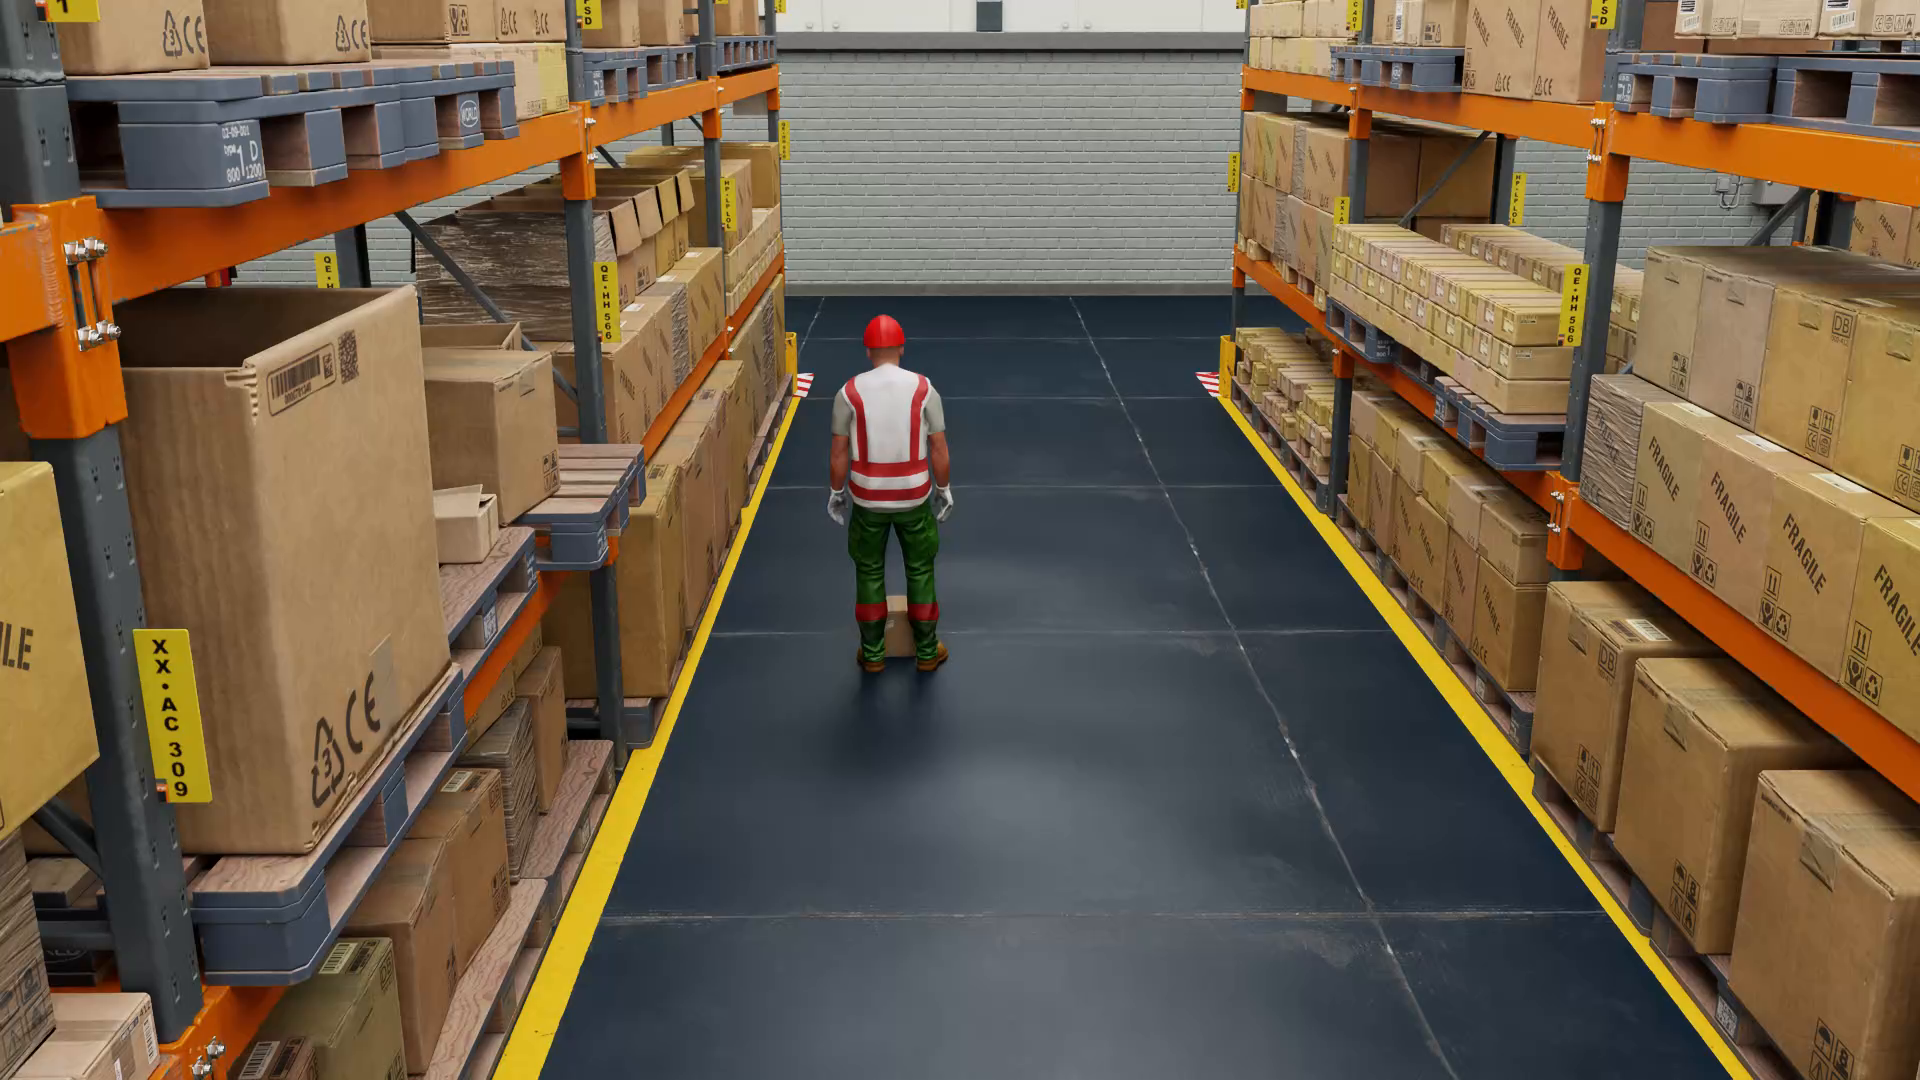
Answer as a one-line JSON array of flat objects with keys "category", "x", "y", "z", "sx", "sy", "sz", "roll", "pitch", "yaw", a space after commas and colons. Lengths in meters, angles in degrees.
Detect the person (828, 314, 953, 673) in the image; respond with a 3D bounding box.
[{"category": "person", "x": -0.344, "y": -0.217, "z": 8.229, "sx": 0.623, "sy": 1.780, "sz": 0.451, "roll": -1, "pitch": 17, "yaw": -3}]
